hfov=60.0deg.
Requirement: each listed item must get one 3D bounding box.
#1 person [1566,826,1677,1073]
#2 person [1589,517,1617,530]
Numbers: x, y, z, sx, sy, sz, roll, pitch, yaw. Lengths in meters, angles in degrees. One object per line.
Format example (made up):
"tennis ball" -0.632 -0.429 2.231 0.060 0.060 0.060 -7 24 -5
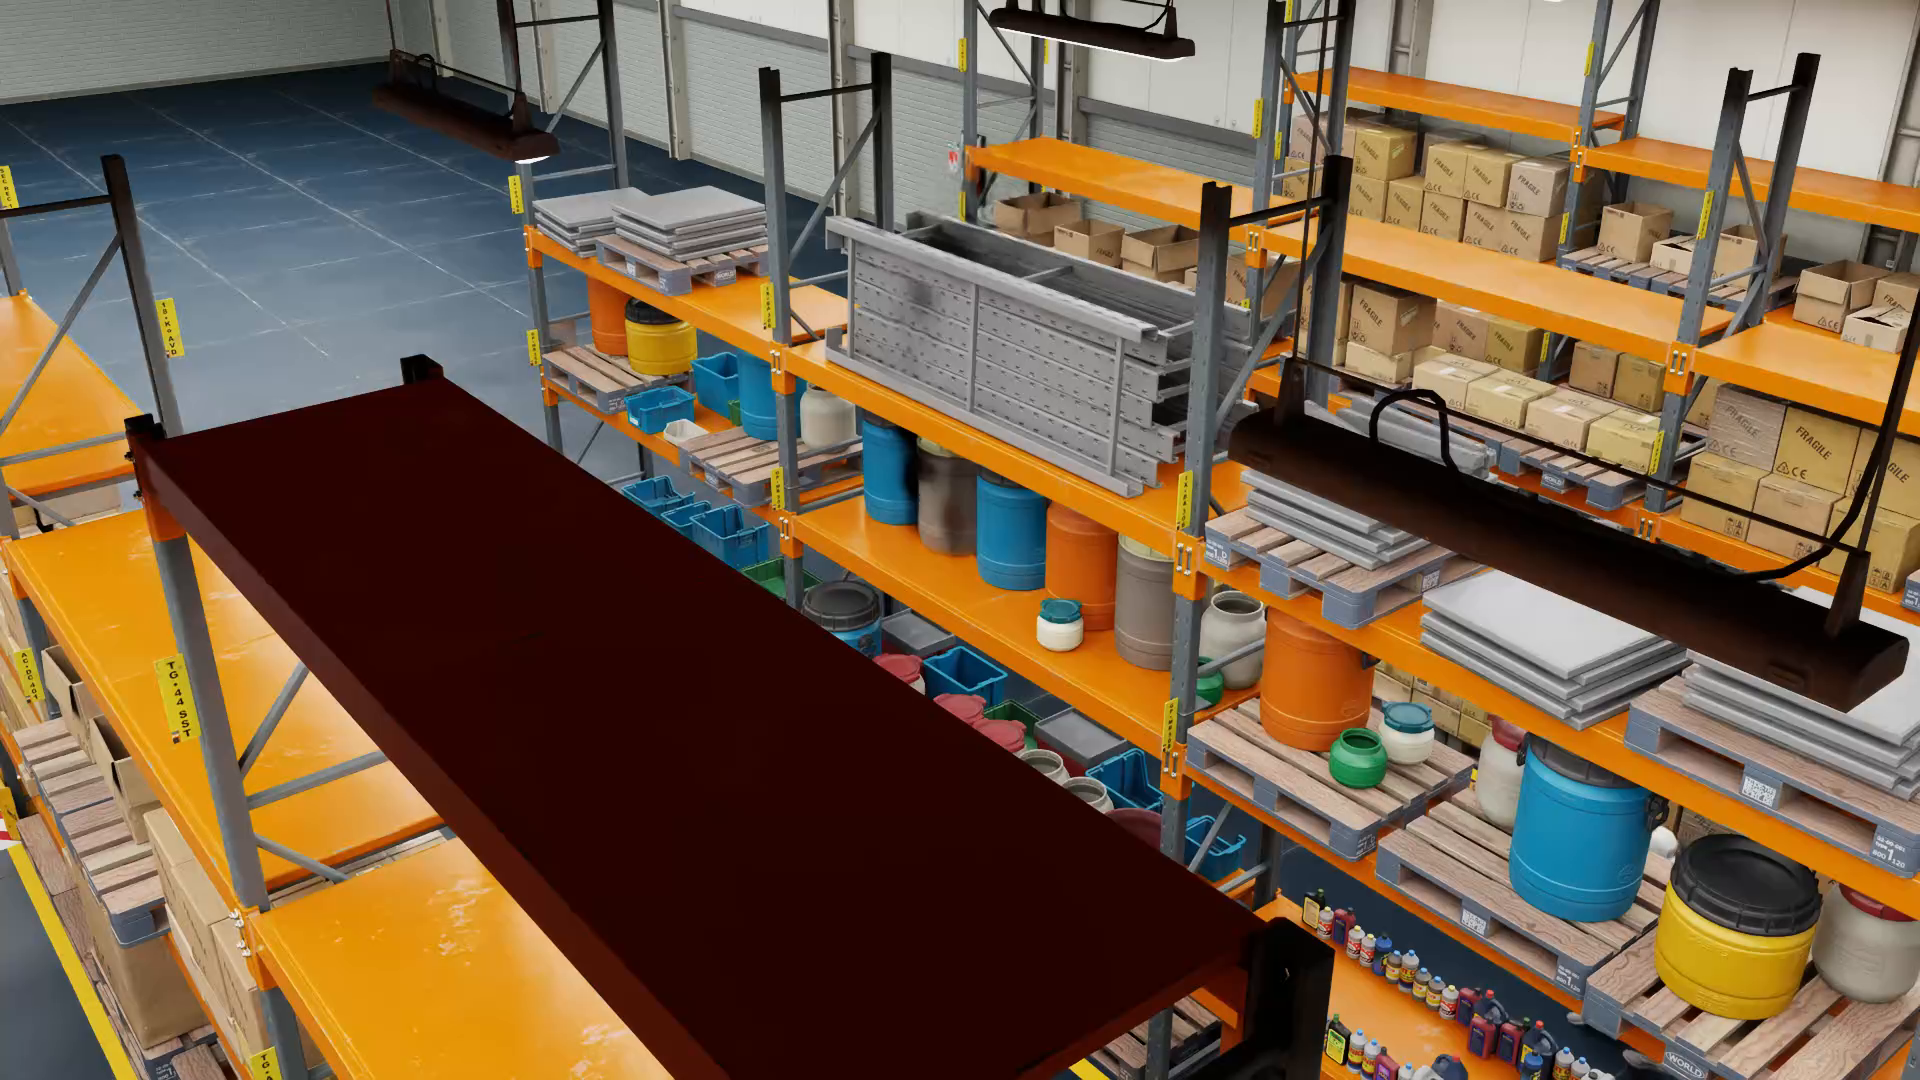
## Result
"person" 4.388 2.623 10.800 0.670 1.846 0.804 -23 34 -39
"person" 5.782 0.600 15.145 0.589 1.686 0.870 -21 33 -37
